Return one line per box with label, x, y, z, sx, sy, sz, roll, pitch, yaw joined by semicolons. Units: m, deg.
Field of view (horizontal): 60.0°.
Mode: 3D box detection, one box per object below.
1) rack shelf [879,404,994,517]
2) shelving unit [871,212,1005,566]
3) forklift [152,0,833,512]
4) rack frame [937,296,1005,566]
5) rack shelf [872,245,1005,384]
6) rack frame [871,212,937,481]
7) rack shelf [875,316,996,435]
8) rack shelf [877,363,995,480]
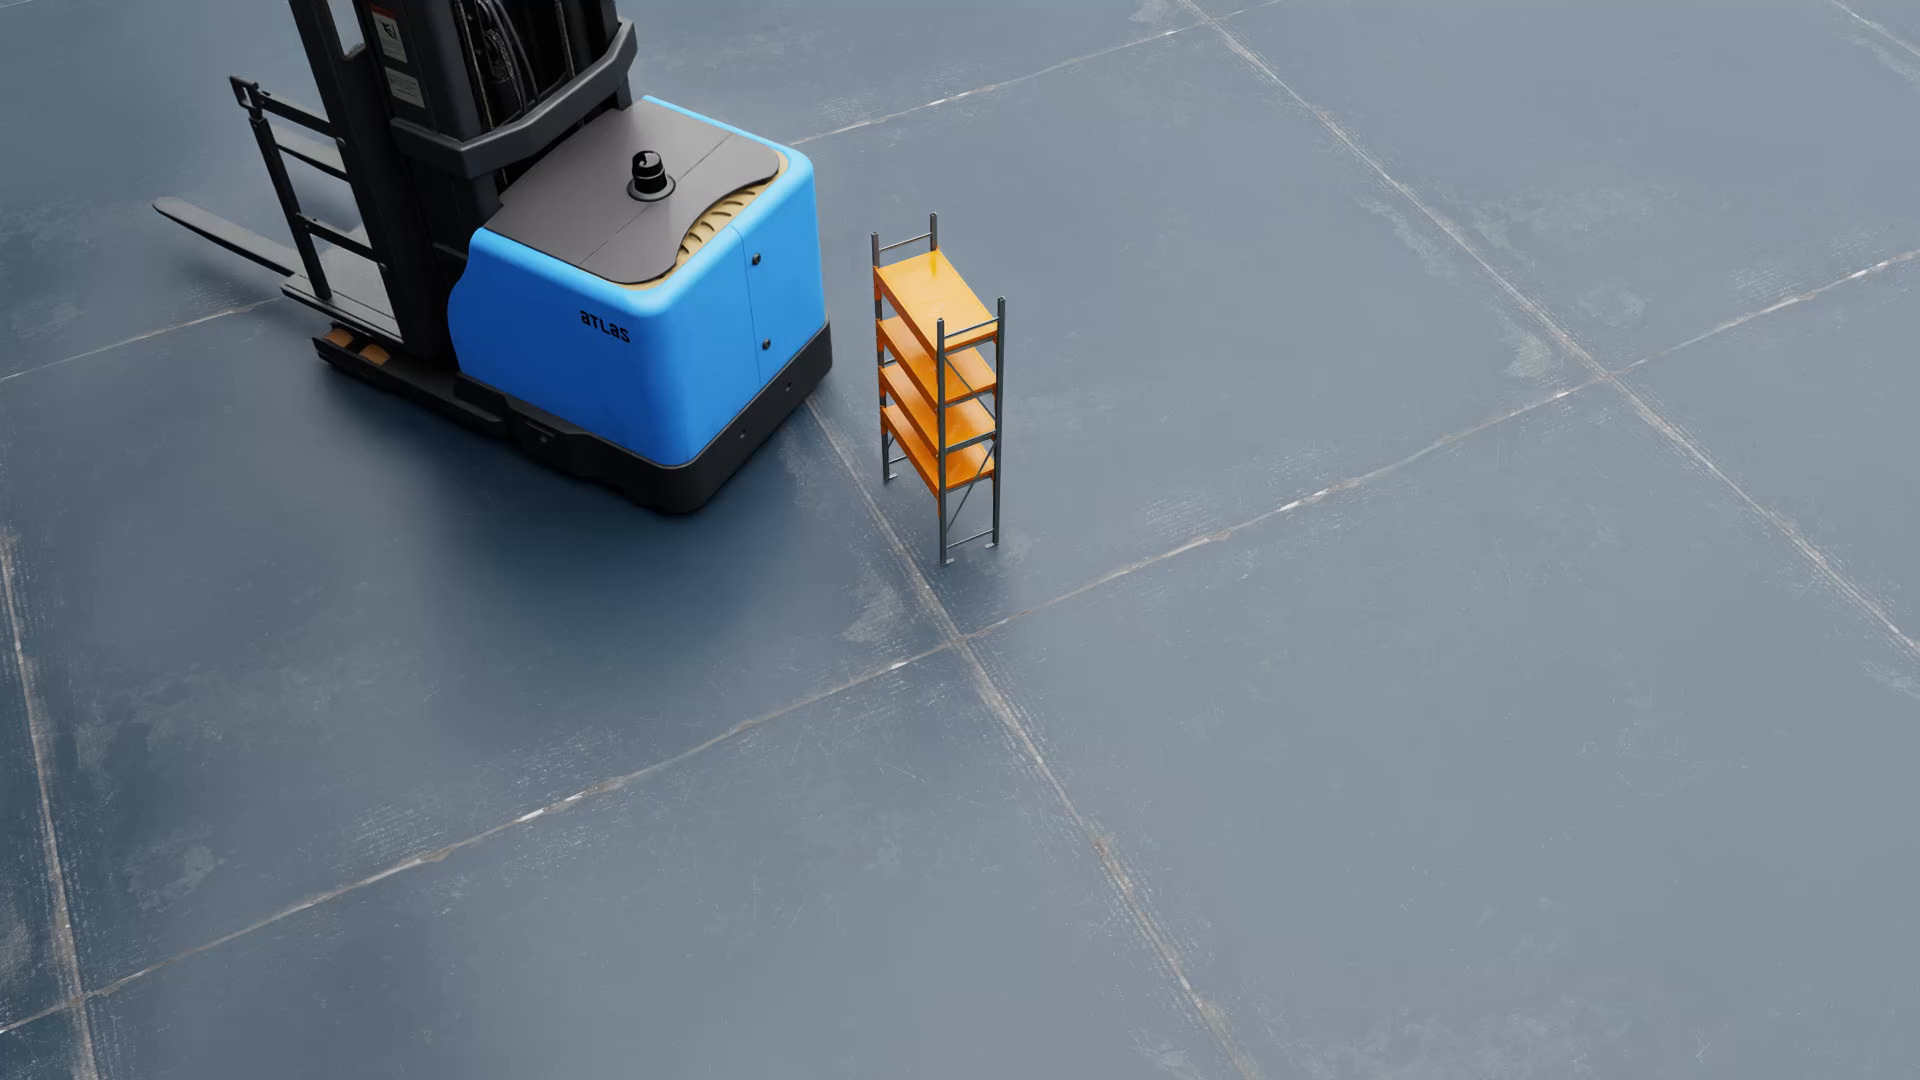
rack shelf;-0.076;-0.331;6.095;0.258;0.148;0.480;-21;52;-18
shelving unit;-0.076;-0.506;5.895;0.258;1.200;0.503;-21;52;-18
forklift;-2.049;-1.914;5.977;3.031;2.935;1.130;24;53;20
rack frame;0.036;-0.342;5.752;0.240;1.200;0.015;-21;52;-18
rack shelf;-0.076;-0.765;5.599;0.258;0.148;0.480;-21;52;-18
rack frame;-0.187;-0.669;6.038;0.240;1.200;0.015;-21;52;-18
rack shelf;-0.076;-0.609;5.778;0.258;0.148;0.480;-21;52;-18
rack shelf;-0.076;-0.462;5.946;0.258;0.148;0.480;-21;52;-18
